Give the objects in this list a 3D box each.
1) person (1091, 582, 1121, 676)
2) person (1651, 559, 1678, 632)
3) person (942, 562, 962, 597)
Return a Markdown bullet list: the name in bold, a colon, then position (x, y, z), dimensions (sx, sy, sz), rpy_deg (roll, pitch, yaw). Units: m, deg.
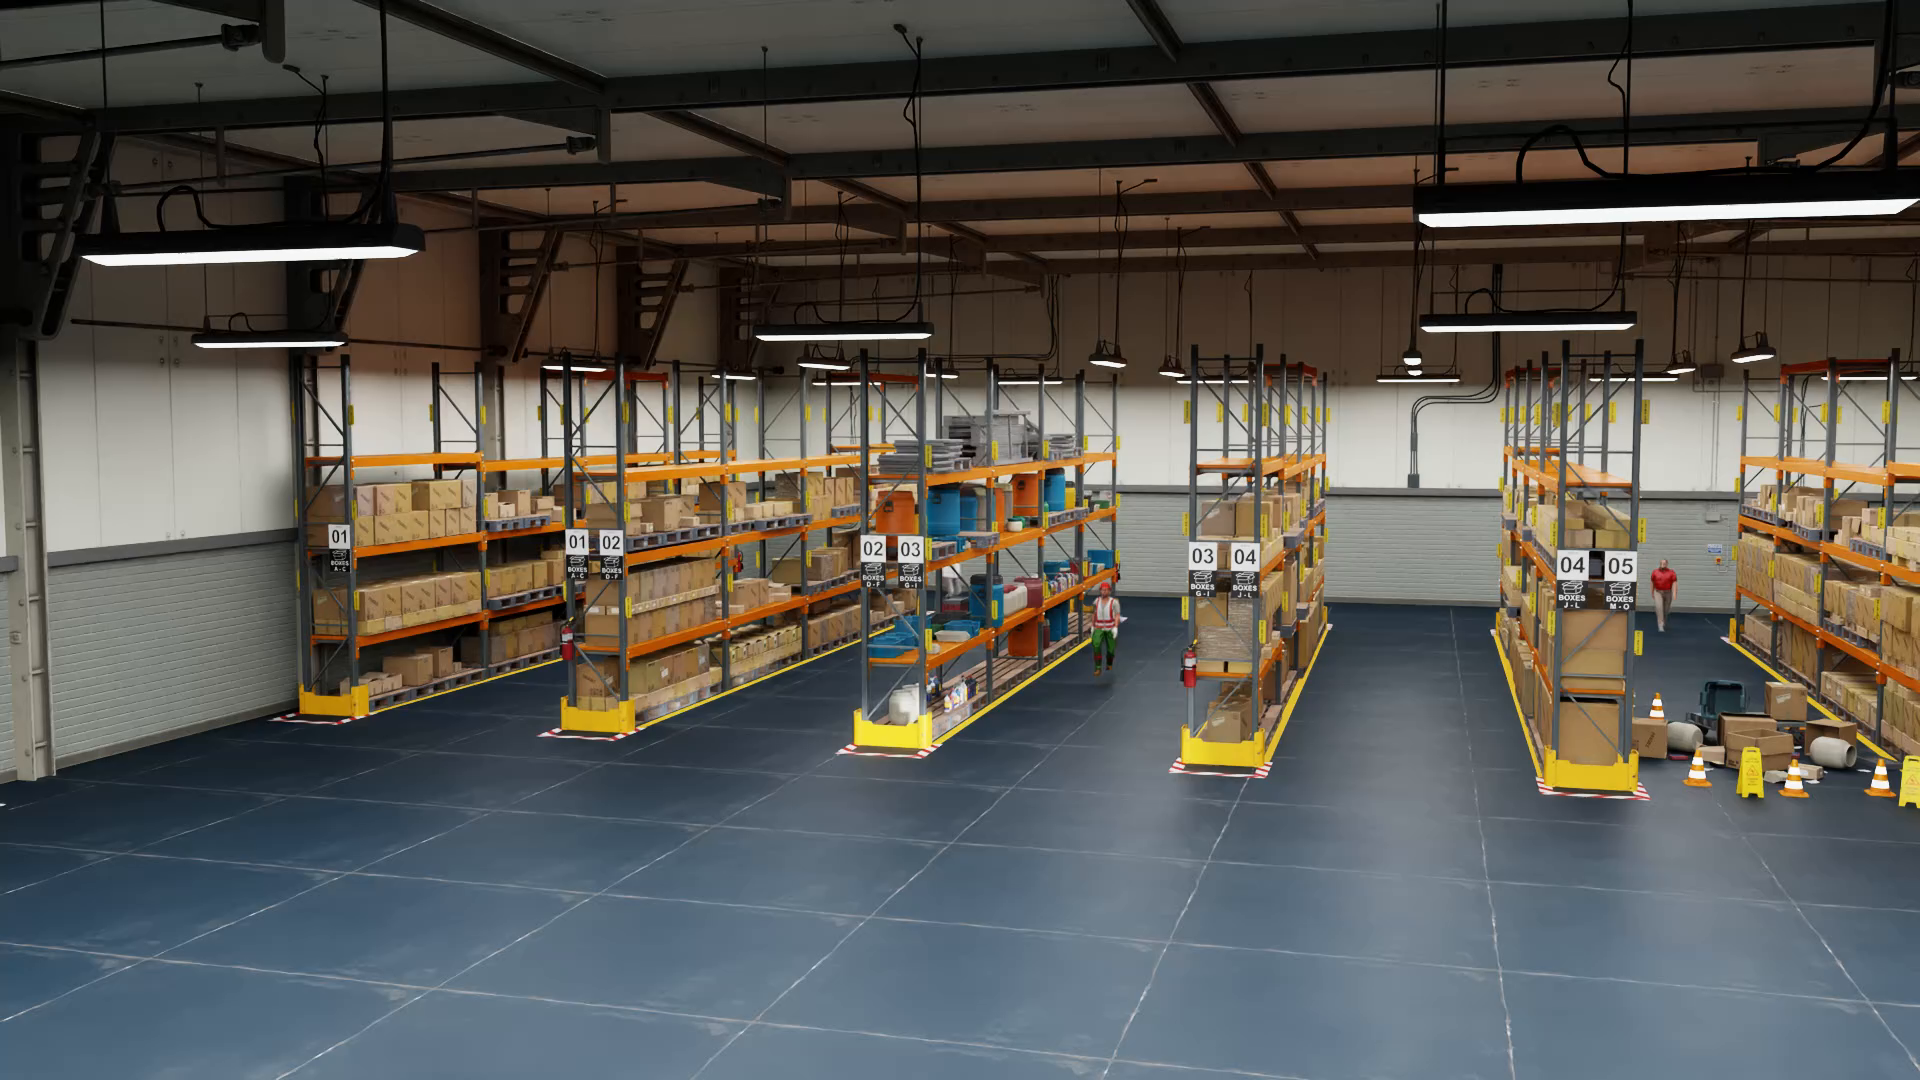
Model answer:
- **person**: position (2.667, 1.610, 30.498), dimensions (0.550, 1.659, 1.033), rpy_deg (0, 4, 7)
- **person**: position (16.317, 1.261, 38.524), dimensions (0.533, 1.663, 1.078), rpy_deg (1, 4, 12)
- **person**: position (-0.212, 0.935, 42.356), dimensions (0.535, 1.759, 0.619), rpy_deg (-2, 5, -28)
